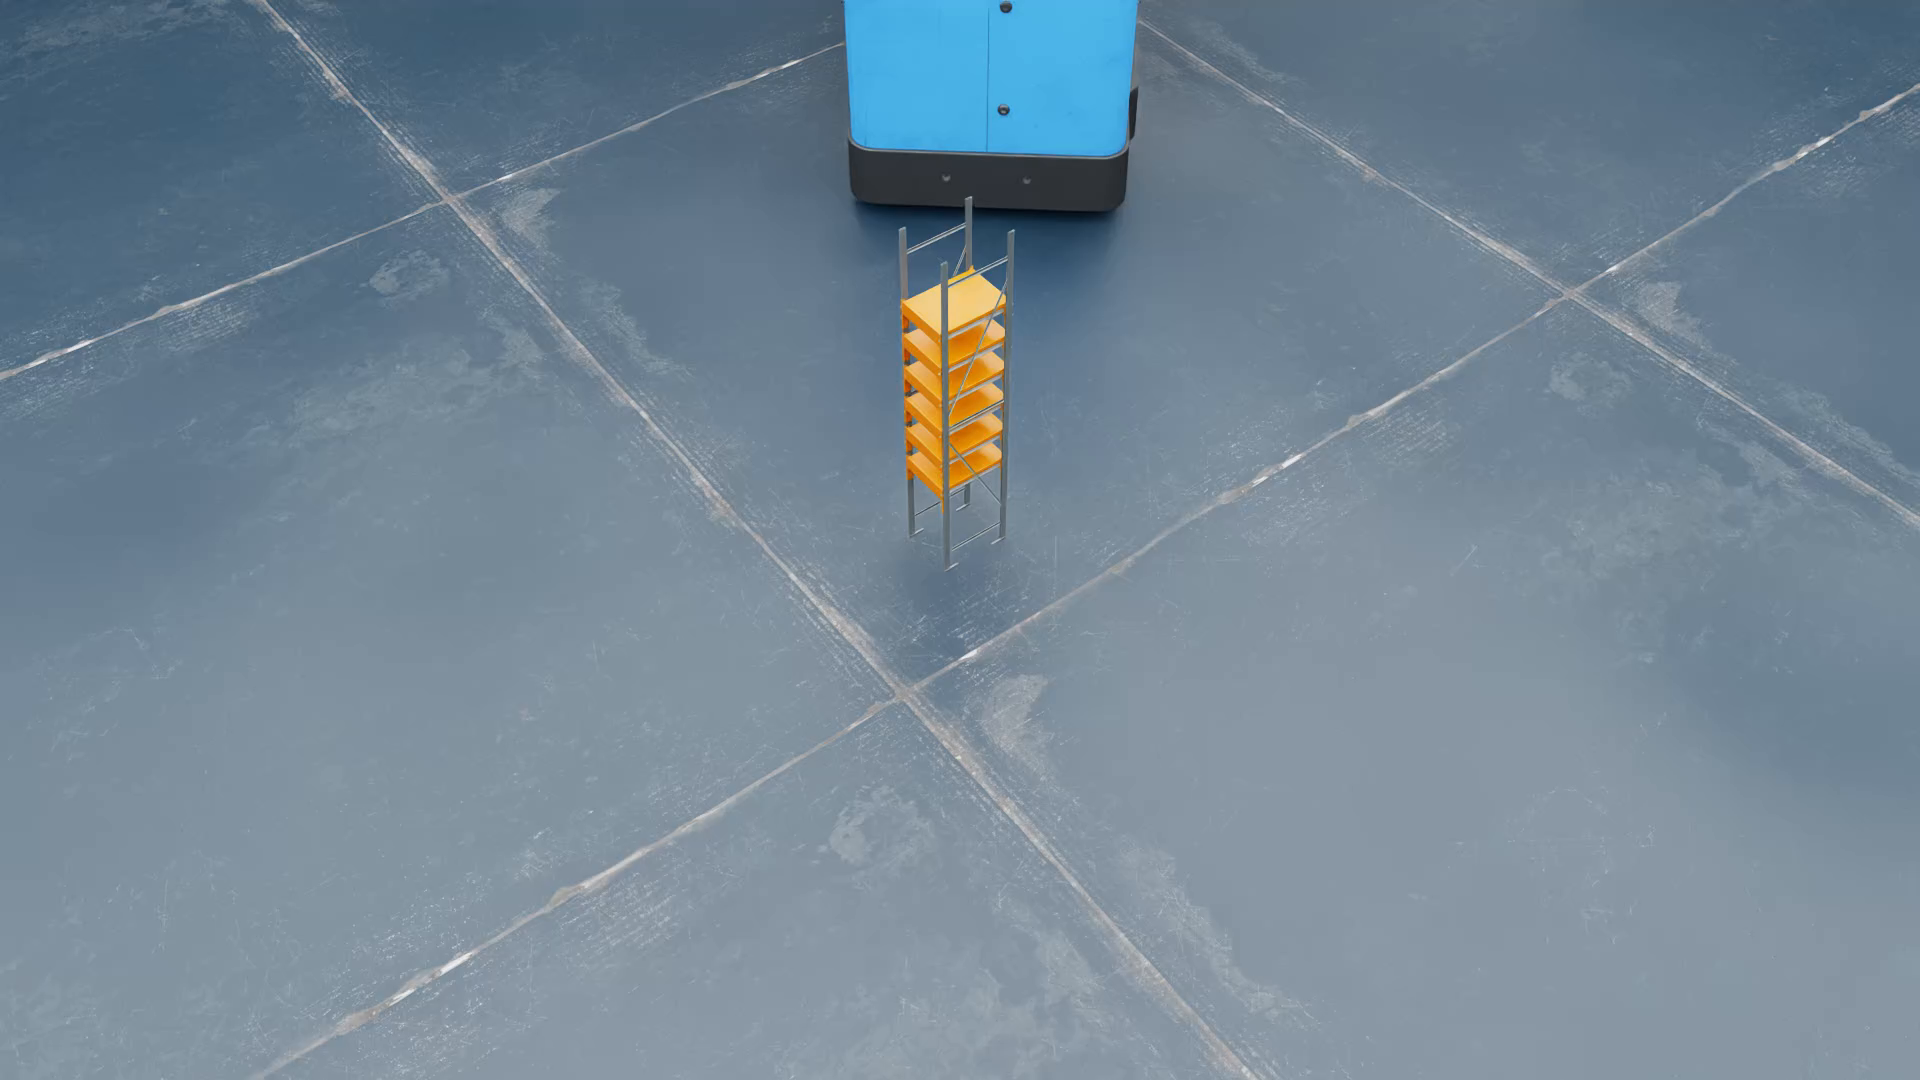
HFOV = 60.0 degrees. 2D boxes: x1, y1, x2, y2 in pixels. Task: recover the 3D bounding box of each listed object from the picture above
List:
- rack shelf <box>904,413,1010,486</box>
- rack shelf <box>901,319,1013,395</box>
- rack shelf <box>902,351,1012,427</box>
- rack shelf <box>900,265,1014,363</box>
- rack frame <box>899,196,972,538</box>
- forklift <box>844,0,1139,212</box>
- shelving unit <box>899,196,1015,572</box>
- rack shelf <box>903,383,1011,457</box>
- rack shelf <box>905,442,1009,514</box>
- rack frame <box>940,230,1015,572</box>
[{"bbox_3d":[-0.009,-0.301,4.935,0.258,0.103,0.180,-29,54,-24],"label":"rack shelf"},{"bbox_3d":[-0.009,-0.543,4.668,0.258,0.103,0.180,-29,54,-24],"label":"rack shelf"},{"bbox_3d":[-0.009,-0.462,4.757,0.258,0.103,0.180,-29,54,-24],"label":"rack shelf"},{"bbox_3d":[-0.009,-0.623,4.579,0.258,0.103,0.180,-29,54,-24],"label":"rack shelf"},{"bbox_3d":[-0.064,-0.465,4.862,0.240,1.200,0.006,-29,54,-24],"label":"rack frame"},{"bbox_3d":[0.190,-3.312,6.274,1.130,2.935,3.031,3,48,2],"label":"forklift"},{"bbox_3d":[-0.009,-0.412,4.813,0.258,1.200,0.189,-29,54,-24],"label":"shelving unit"},{"bbox_3d":[-0.009,-0.382,4.846,0.258,0.103,0.180,-29,54,-24],"label":"rack shelf"},{"bbox_3d":[-0.009,-0.220,5.024,0.258,0.103,0.180,-29,54,-24],"label":"rack shelf"},{"bbox_3d":[0.047,-0.358,4.764,0.240,1.200,0.006,-29,54,-24],"label":"rack frame"}]
